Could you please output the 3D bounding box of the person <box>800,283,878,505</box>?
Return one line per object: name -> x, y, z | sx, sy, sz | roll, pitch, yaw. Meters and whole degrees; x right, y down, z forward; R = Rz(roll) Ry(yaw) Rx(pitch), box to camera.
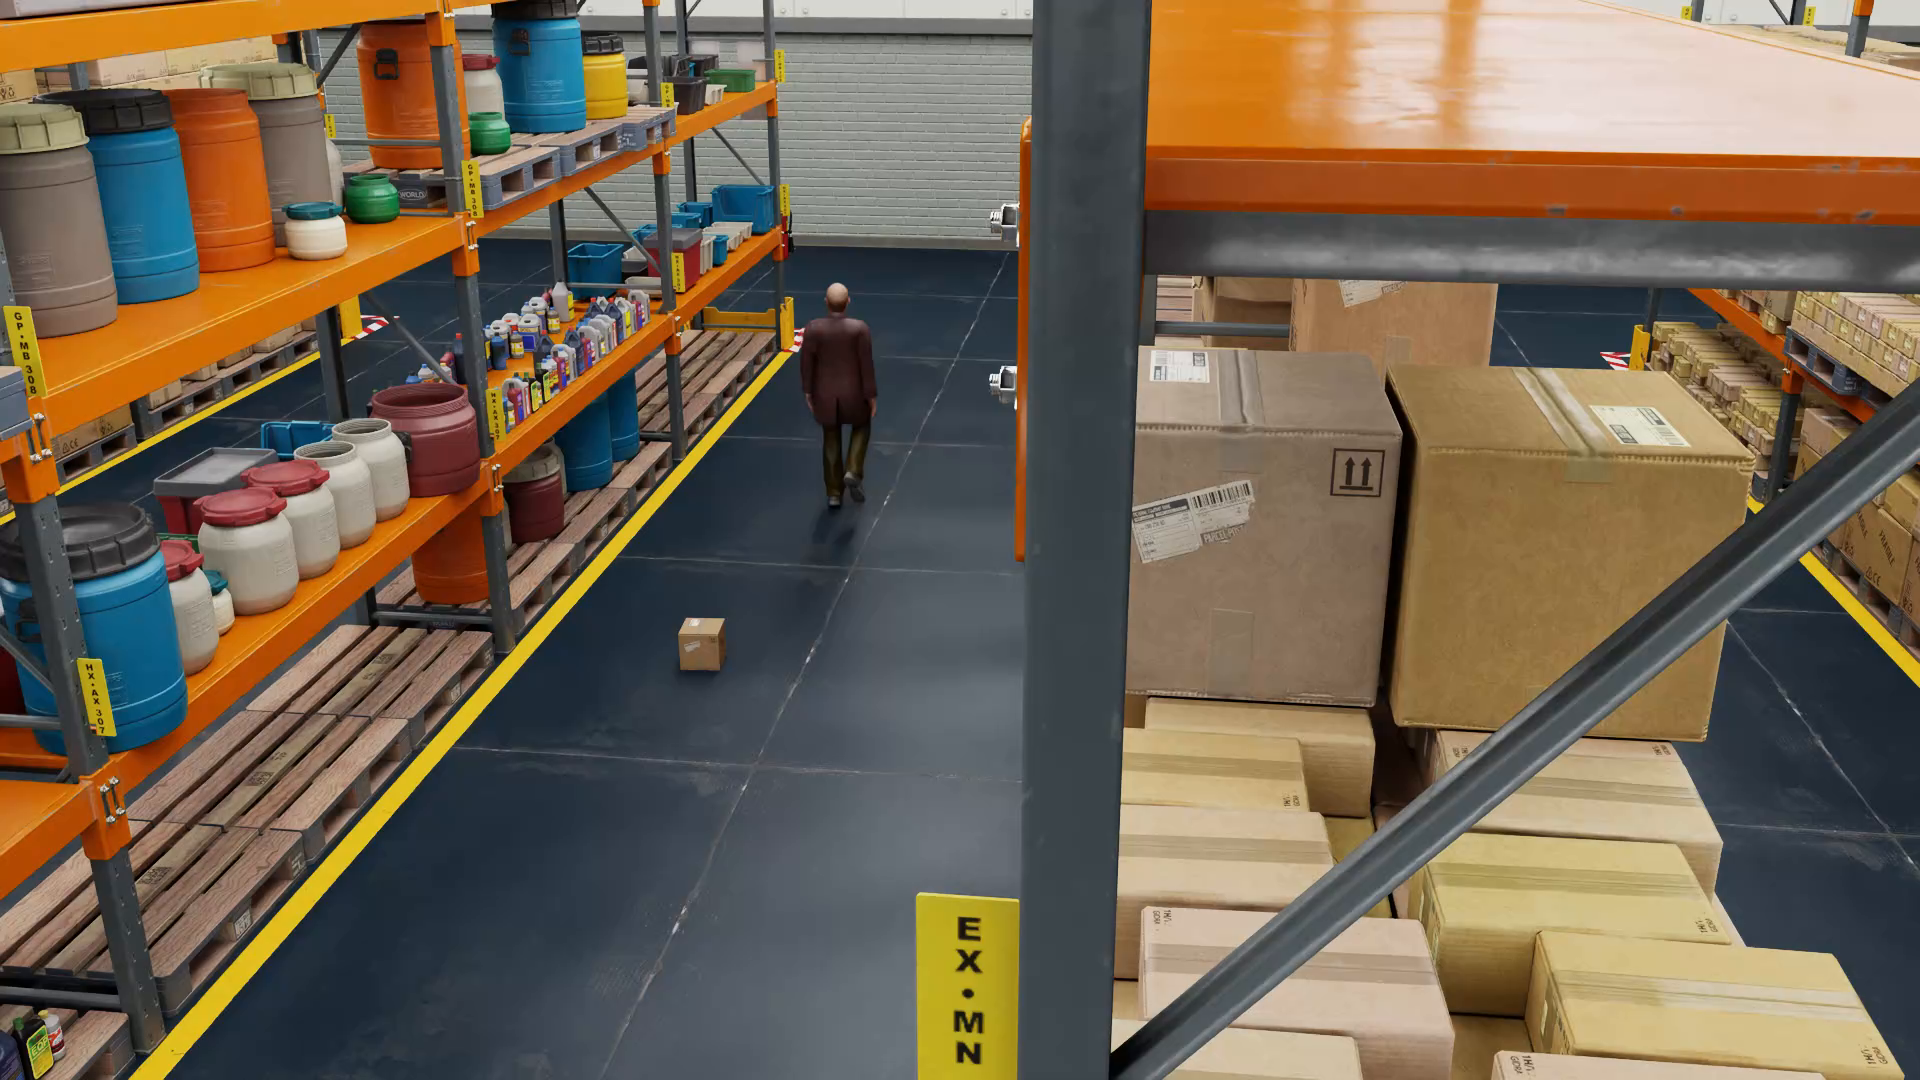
person -> -0.939, -1.156, 13.098 | 0.610, 1.796, 0.480 | 1, 21, 2
